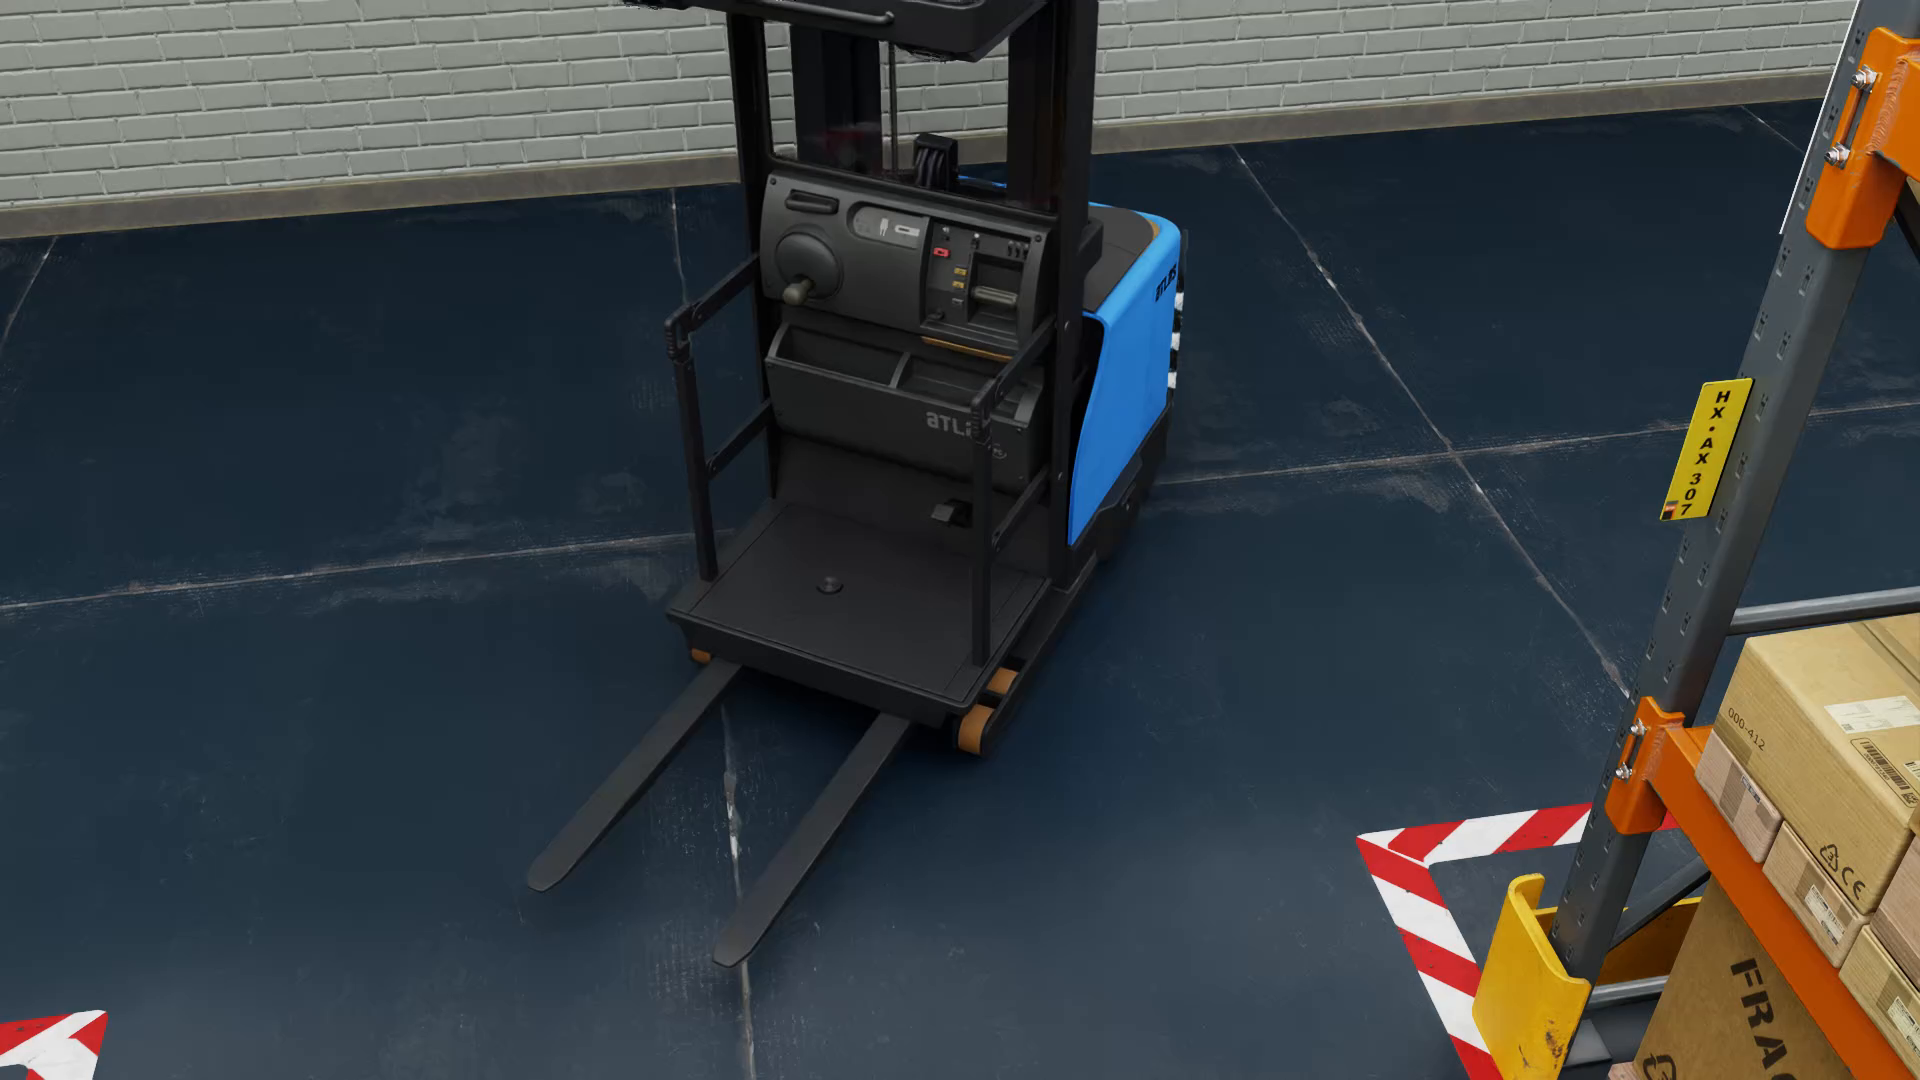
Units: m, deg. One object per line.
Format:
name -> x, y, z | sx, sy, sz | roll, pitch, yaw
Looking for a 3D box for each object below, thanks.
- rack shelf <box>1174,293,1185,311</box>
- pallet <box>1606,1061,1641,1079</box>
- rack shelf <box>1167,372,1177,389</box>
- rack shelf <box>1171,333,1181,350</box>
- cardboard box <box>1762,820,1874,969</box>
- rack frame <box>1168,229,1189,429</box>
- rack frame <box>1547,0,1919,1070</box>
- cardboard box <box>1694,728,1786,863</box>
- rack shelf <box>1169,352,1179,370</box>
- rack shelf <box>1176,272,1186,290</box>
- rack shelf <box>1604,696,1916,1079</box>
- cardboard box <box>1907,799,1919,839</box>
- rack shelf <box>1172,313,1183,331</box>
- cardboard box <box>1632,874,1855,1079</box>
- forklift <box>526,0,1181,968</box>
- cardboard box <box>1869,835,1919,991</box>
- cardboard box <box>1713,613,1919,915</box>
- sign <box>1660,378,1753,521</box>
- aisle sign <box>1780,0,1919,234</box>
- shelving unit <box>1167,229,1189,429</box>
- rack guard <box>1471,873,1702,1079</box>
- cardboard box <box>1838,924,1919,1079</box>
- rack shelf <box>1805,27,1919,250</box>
rack shelf -> 0.710, -0.913, 6.451 | 0.258, 0.077, 0.200 | 20, 42, 24
pallet -> 2.224, 1.720, 3.865 | 1.003, 0.211, 1.213 | -6, 38, -8
rack shelf -> 0.711, -0.628, 6.671 | 0.258, 0.077, 0.200 | 20, 42, 24
rack shelf -> 0.710, -0.770, 6.561 | 0.258, 0.077, 0.200 | 20, 42, 24
cardboard box -> 1.791, 0.648, 3.176 | 0.380, 0.149, 0.250 | -7, 38, -9
rack frame -> 0.763, -0.850, 6.610 | 0.240, 0.900, 0.006 | 20, 42, 24
rack frame -> 2.007, 0.144, 3.620 | 1.000, 3.000, 0.127 | -6, 38, -8
cardboard box -> 1.744, 0.493, 3.375 | 0.380, 0.149, 0.250 | -6, 38, -7
rack shelf -> 0.711, -0.699, 6.616 | 0.258, 0.077, 0.200 | 20, 42, 24
rack shelf -> 0.709, -0.984, 6.396 | 0.258, 0.077, 0.200 | 20, 42, 24
rack shelf -> 2.358, 1.636, 2.286 | 1.077, 0.370, 4.000 | -6, 38, -8
cardboard box -> 1.913, 0.410, 2.545 | 0.500, 0.500, 0.500 | -7, 38, -9
rack shelf -> 0.710, -0.842, 6.506 | 0.258, 0.077, 0.200 | 20, 42, 24
cardboard box -> 2.198, 1.195, 3.656 | 0.875, 0.875, 0.875 | -6, 38, -8
forklift -> -0.271, -0.771, 4.854 | 1.130, 2.935, 3.031 | 16, 41, 20
cardboard box -> 1.923, 0.718, 2.761 | 0.500, 0.250, 0.500 | -7, 38, -9
cardboard box -> 1.825, 0.405, 3.164 | 0.500, 0.250, 0.500 | -7, 38, -9
sign -> 1.459, -0.173, 3.258 | 0.100, 0.325, 0.005 | -6, 38, -8
aisle sign -> 1.699, -0.894, 2.837 | 0.394, 0.787, 0.004 | -6, 38, -8
shelving unit -> 0.710, -0.797, 6.541 | 0.258, 0.900, 0.210 | 20, 42, 24
rack guard -> 2.003, 1.117, 4.405 | 1.175, 0.500, 0.348 | -6, 38, -8
cardboard box -> 1.836, 0.802, 2.977 | 0.380, 0.149, 0.250 | -7, 38, -9
rack shelf -> 2.358, 0.451, 1.365 | 1.077, 0.370, 4.000 | -6, 38, -8
